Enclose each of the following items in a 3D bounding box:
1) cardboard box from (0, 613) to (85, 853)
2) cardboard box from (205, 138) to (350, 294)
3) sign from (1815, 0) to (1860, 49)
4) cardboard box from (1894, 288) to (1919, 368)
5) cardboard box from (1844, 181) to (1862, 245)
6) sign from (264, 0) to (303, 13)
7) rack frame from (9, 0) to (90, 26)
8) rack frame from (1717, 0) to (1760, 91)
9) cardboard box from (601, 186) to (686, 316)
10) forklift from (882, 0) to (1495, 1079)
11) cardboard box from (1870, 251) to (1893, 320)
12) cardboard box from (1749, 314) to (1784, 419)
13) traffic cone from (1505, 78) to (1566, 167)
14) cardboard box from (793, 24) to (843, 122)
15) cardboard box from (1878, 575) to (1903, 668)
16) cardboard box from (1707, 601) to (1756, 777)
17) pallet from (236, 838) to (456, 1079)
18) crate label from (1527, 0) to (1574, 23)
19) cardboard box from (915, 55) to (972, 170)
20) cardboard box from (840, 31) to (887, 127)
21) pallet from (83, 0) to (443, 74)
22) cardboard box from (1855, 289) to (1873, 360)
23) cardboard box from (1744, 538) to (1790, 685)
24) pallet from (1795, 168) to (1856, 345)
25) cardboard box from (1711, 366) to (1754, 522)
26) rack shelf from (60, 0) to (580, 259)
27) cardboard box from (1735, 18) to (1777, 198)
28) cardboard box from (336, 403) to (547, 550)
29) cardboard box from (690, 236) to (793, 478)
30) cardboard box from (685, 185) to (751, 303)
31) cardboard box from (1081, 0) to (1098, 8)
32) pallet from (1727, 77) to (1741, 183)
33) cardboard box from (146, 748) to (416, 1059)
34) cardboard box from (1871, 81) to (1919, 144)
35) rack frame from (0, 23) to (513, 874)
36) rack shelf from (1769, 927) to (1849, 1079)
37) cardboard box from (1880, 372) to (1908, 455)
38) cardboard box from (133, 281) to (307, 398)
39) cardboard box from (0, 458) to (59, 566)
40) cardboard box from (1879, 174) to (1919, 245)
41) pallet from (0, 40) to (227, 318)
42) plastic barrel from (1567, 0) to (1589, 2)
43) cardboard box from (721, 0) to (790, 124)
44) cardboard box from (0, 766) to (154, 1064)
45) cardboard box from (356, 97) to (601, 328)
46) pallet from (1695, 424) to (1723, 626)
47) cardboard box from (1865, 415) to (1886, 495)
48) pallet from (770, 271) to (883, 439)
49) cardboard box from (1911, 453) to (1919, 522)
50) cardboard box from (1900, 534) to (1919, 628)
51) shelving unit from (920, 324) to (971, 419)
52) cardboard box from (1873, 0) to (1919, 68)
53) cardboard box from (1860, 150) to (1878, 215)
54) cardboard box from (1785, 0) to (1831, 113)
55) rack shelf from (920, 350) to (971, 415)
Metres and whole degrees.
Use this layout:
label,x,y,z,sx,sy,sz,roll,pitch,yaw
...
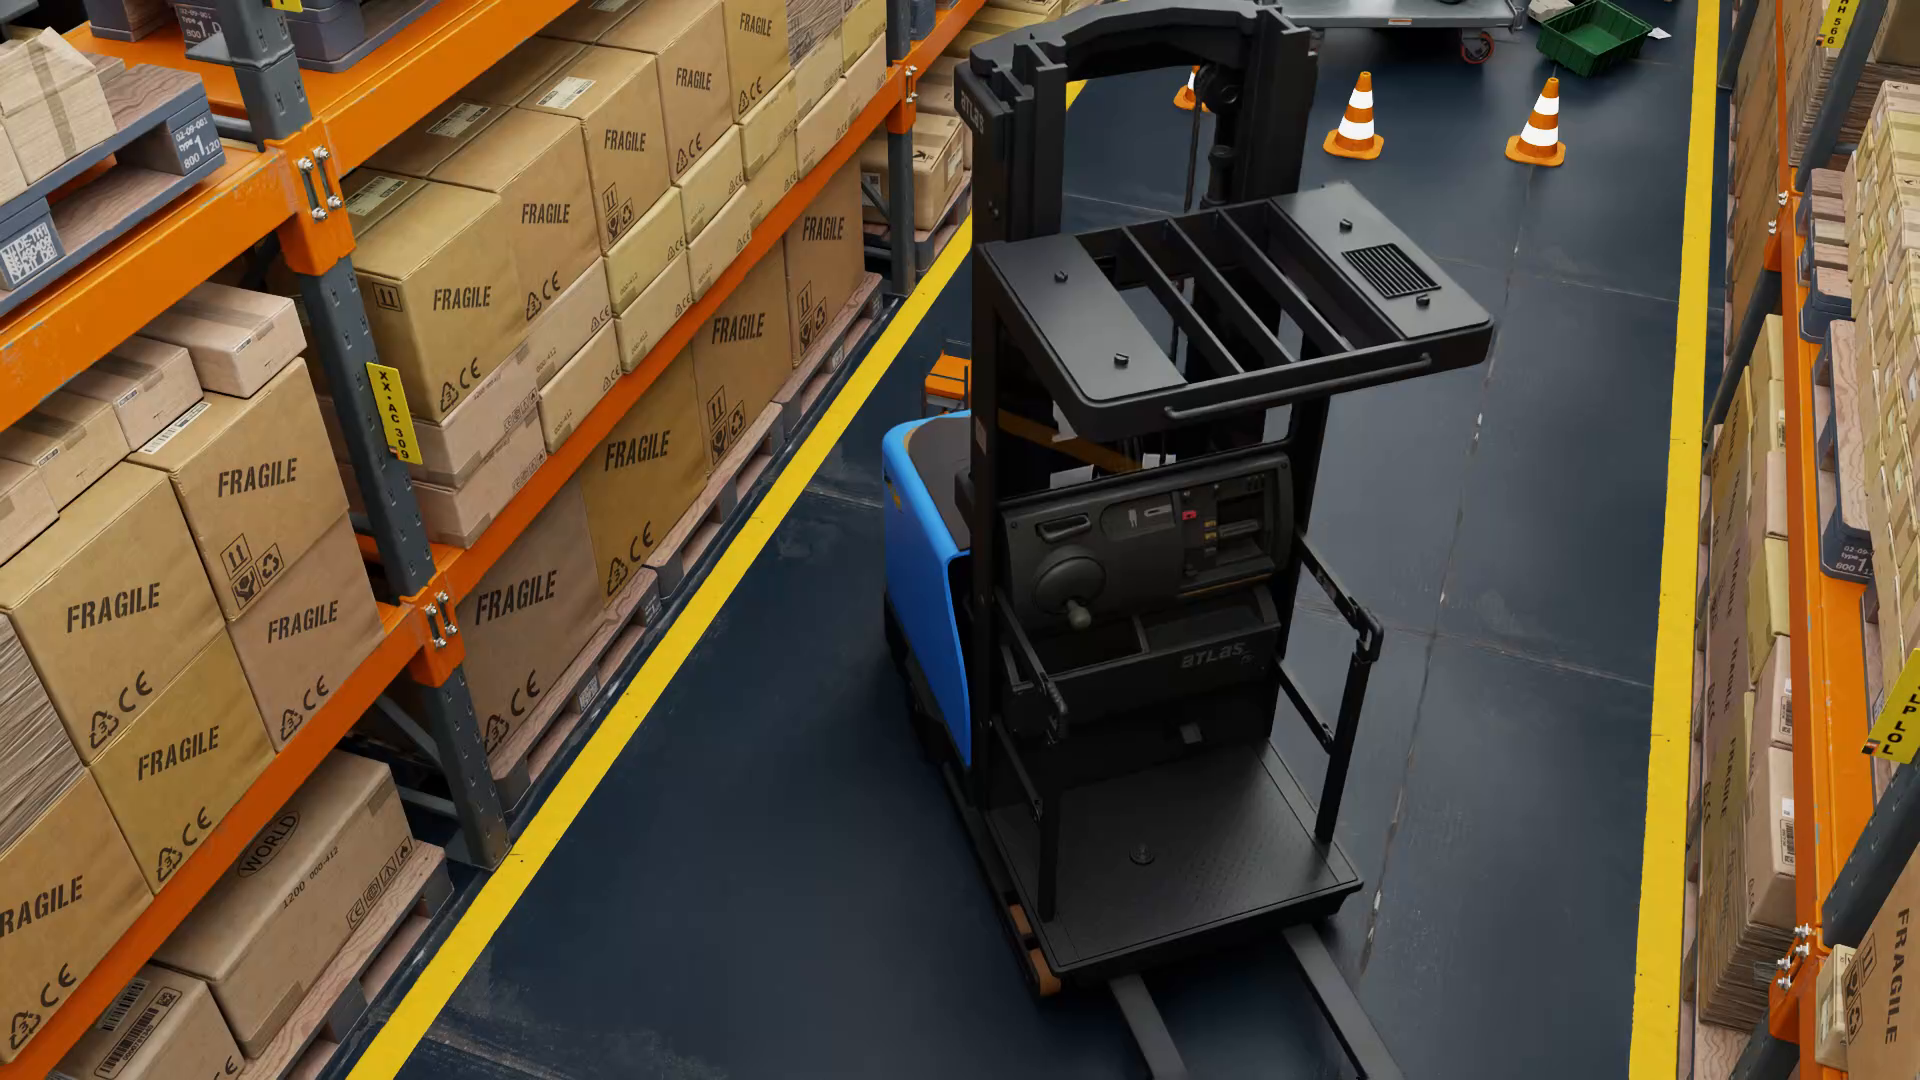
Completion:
label,x,y,z,sx,sy,sz,roll,pitch,yaw
cardboard box,-2.340,0.440,3.576,0.500,0.500,0.500,14,42,16
cardboard box,-2.175,-0.858,5.097,0.500,0.500,0.500,15,43,16
sign,3.439,-2.075,6.479,0.100,0.325,0.005,13,42,15
cardboard box,3.085,-0.612,5.068,0.380,0.149,0.250,13,42,14
cardboard box,3.527,-1.186,6.199,0.380,0.149,0.250,15,43,17
sign,-1.570,-1.357,3.759,0.100,0.325,0.005,13,42,15
rack frame,-5.390,-3.650,9.217,1.000,3.000,0.127,13,42,15
rack frame,5.330,-3.953,9.573,1.000,3.000,0.127,13,42,15
cardboard box,-1.327,-1.076,5.930,0.500,0.250,0.500,14,42,16
forklift,0.653,0.089,4.887,1.130,2.935,3.031,-12,42,-14
cardboard box,3.257,-0.806,5.524,0.380,0.149,0.250,13,42,15
cardboard box,3.499,-0.641,6.715,0.500,0.250,0.500,11,42,13
traffic cone,3.452,-2.505,9.830,0.336,0.463,0.334,13,42,15
cardboard box,-0.823,-2.018,7.035,0.500,0.250,0.500,12,42,14
cardboard box,2.719,0.266,4.498,0.380,0.149,0.250,13,42,15
cardboard box,2.966,0.585,5.855,0.500,0.500,0.500,12,42,14
pallet,-2.426,1.396,5.451,1.003,0.211,1.213,13,42,15
crate label,4.053,-3.628,11.396,0.298,0.136,0.250,-13,42,-15
cardboard box,-0.277,-2.505,9.576,0.950,0.372,0.625,13,42,14
cardboard box,-0.653,-2.127,7.548,0.500,0.250,0.500,12,42,14
pallet,-1.825,-1.749,4.826,0.805,0.209,1.217,12,42,13
cardboard box,3.256,-0.694,5.622,0.380,0.149,0.250,15,43,16
cardboard box,2.967,0.286,5.629,0.500,0.250,0.500,12,42,13
pallet,3.818,-0.982,6.238,1.213,0.211,1.003,13,42,15
cardboard box,3.480,-0.348,6.949,0.500,0.500,0.500,12,42,13
rack shelf,-1.408,-2.198,5.759,1.077,0.370,4.000,13,42,15
cardboard box,4.869,-2.271,9.011,1.050,0.750,0.750,13,42,15
cardboard box,-1.694,-0.264,5.363,0.500,0.250,0.500,12,42,14
cardboard box,-1.347,-0.956,7.373,0.875,0.875,0.875,14,42,16
cardboard box,-1.148,-1.191,6.451,0.500,0.250,0.500,13,42,14
cardboard box,0.467,-3.830,11.129,0.950,0.372,0.625,14,42,16
pallet,5.137,-2.405,9.906,1.003,0.211,1.213,13,42,15
cardboard box,-2.408,1.063,5.343,0.875,0.438,0.875,13,42,14
cardboard box,3.620,-1.563,6.182,0.380,0.149,0.250,13,42,15
rack frame,-2.092,-0.111,5.069,1.000,3.000,0.127,13,42,15
rack shelf,1.910,2.420,2.657,1.077,0.370,4.000,13,42,15
cardboard box,2.992,-0.343,4.981,0.380,0.149,0.250,13,42,15
cardboard box,-1.898,-0.518,4.198,0.380,0.149,0.250,12,42,14
cardboard box,-2.255,-0.073,3.677,0.380,0.149,0.250,13,42,15
cardboard box,3.353,-1.091,5.629,0.380,0.149,0.250,12,42,13
pallet,-2.382,-0.722,3.542,1.003,0.211,1.213,13,42,15
plastic barrel,4.276,-4.006,11.619,0.421,0.421,0.512,-21,45,-22
cardboard box,-0.999,-1.979,6.412,0.500,0.500,0.500,13,42,15
cardboard box,-2.339,0.816,3.906,0.500,0.500,0.500,13,42,14
cardboard box,-1.524,-1.050,5.323,0.500,0.500,0.500,13,42,15
pallet,3.693,0.024,7.060,1.003,0.211,1.213,13,42,15
cardboard box,2.986,-0.220,5.066,0.380,0.149,0.250,15,43,17
pallet,-1.065,-1.026,8.289,1.003,0.211,1.213,13,42,15
cardboard box,2.819,-0.134,4.508,0.380,0.149,0.250,13,42,15
cardboard box,2.721,0.151,4.403,0.380,0.149,0.250,15,43,17
shelving unit,-0.018,-0.367,6.871,0.215,1.050,0.252,13,42,15
cardboard box,4.125,-2.204,6.674,0.700,0.500,0.500,13,42,15
cardboard box,3.517,-1.275,6.074,0.380,0.149,0.250,15,43,17
cardboard box,4.035,-2.190,7.429,0.500,0.500,0.500,13,42,15
rack shelf,-0.018,-0.575,6.694,0.215,0.259,0.240,13,42,15
